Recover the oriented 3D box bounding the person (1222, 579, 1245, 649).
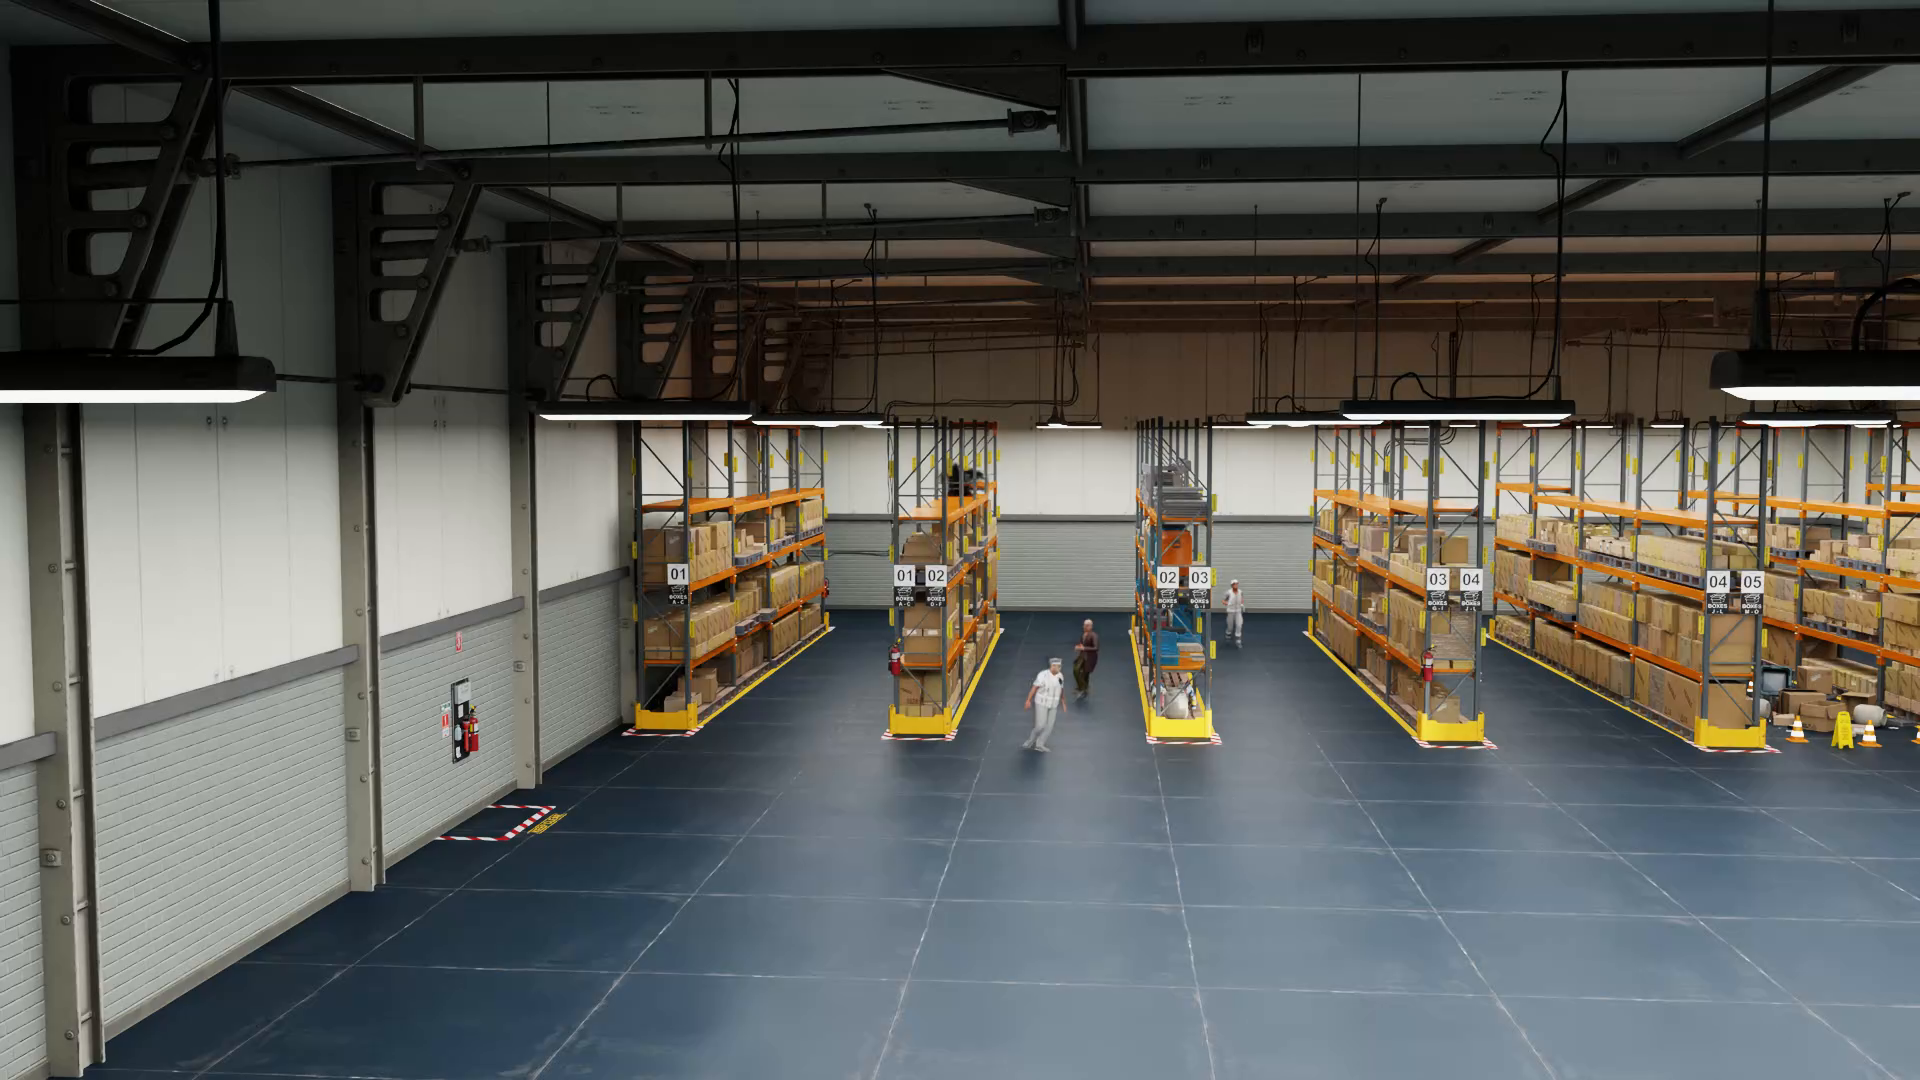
[{"bbox_3d":[7.256,1.941,44.076,0.657,1.803,0.937,-1,4,-9],"label":"person"}]

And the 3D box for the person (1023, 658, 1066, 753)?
[{"bbox_3d":[1.519,2.940,29.648,0.709,1.708,0.587,-2,4,-32],"label":"person"}]

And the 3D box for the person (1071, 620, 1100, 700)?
[{"bbox_3d":[2.700,2.543,35.646,0.835,1.713,0.762,3,5,36],"label":"person"}]
